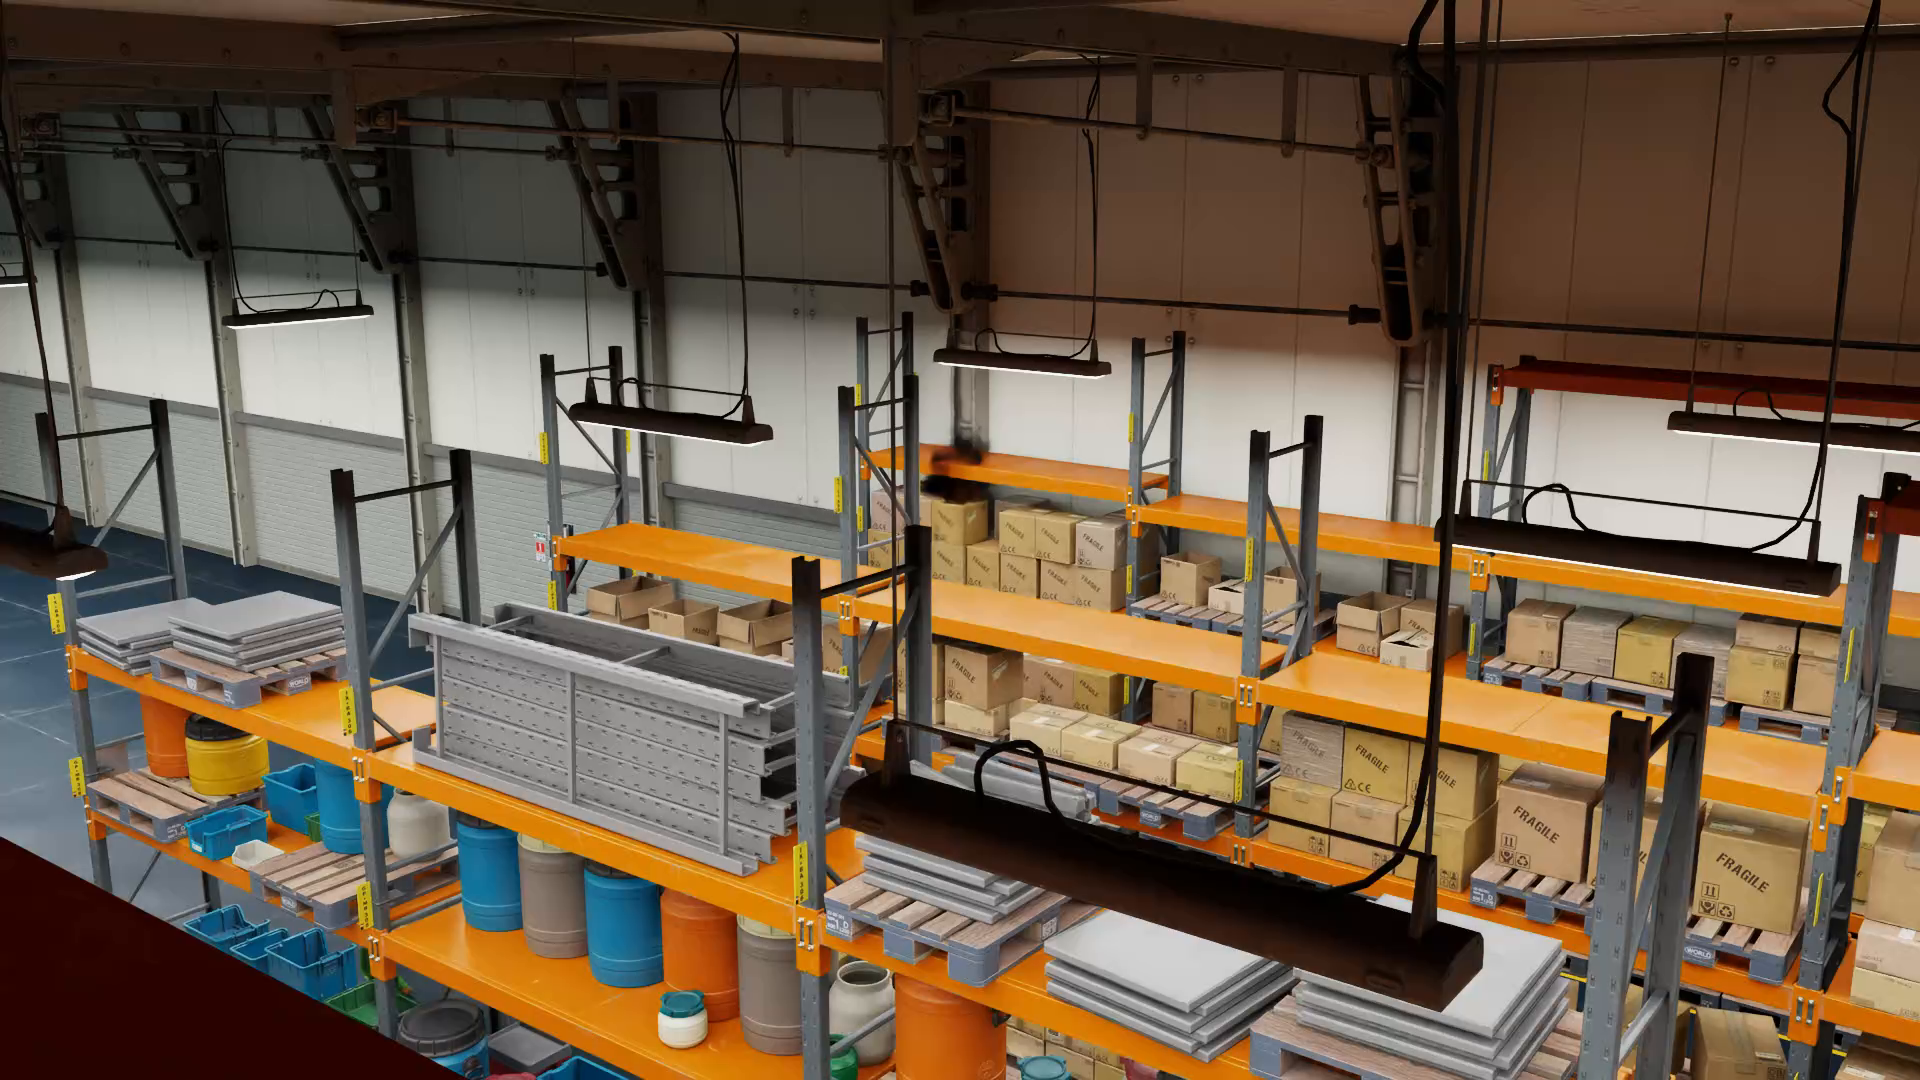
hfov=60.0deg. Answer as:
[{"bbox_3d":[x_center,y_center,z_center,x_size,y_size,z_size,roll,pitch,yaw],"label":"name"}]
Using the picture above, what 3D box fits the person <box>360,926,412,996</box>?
[{"bbox_3d":[-5.454,3.684,15.507,0.578,1.740,0.655,5,14,19],"label":"person"}]
